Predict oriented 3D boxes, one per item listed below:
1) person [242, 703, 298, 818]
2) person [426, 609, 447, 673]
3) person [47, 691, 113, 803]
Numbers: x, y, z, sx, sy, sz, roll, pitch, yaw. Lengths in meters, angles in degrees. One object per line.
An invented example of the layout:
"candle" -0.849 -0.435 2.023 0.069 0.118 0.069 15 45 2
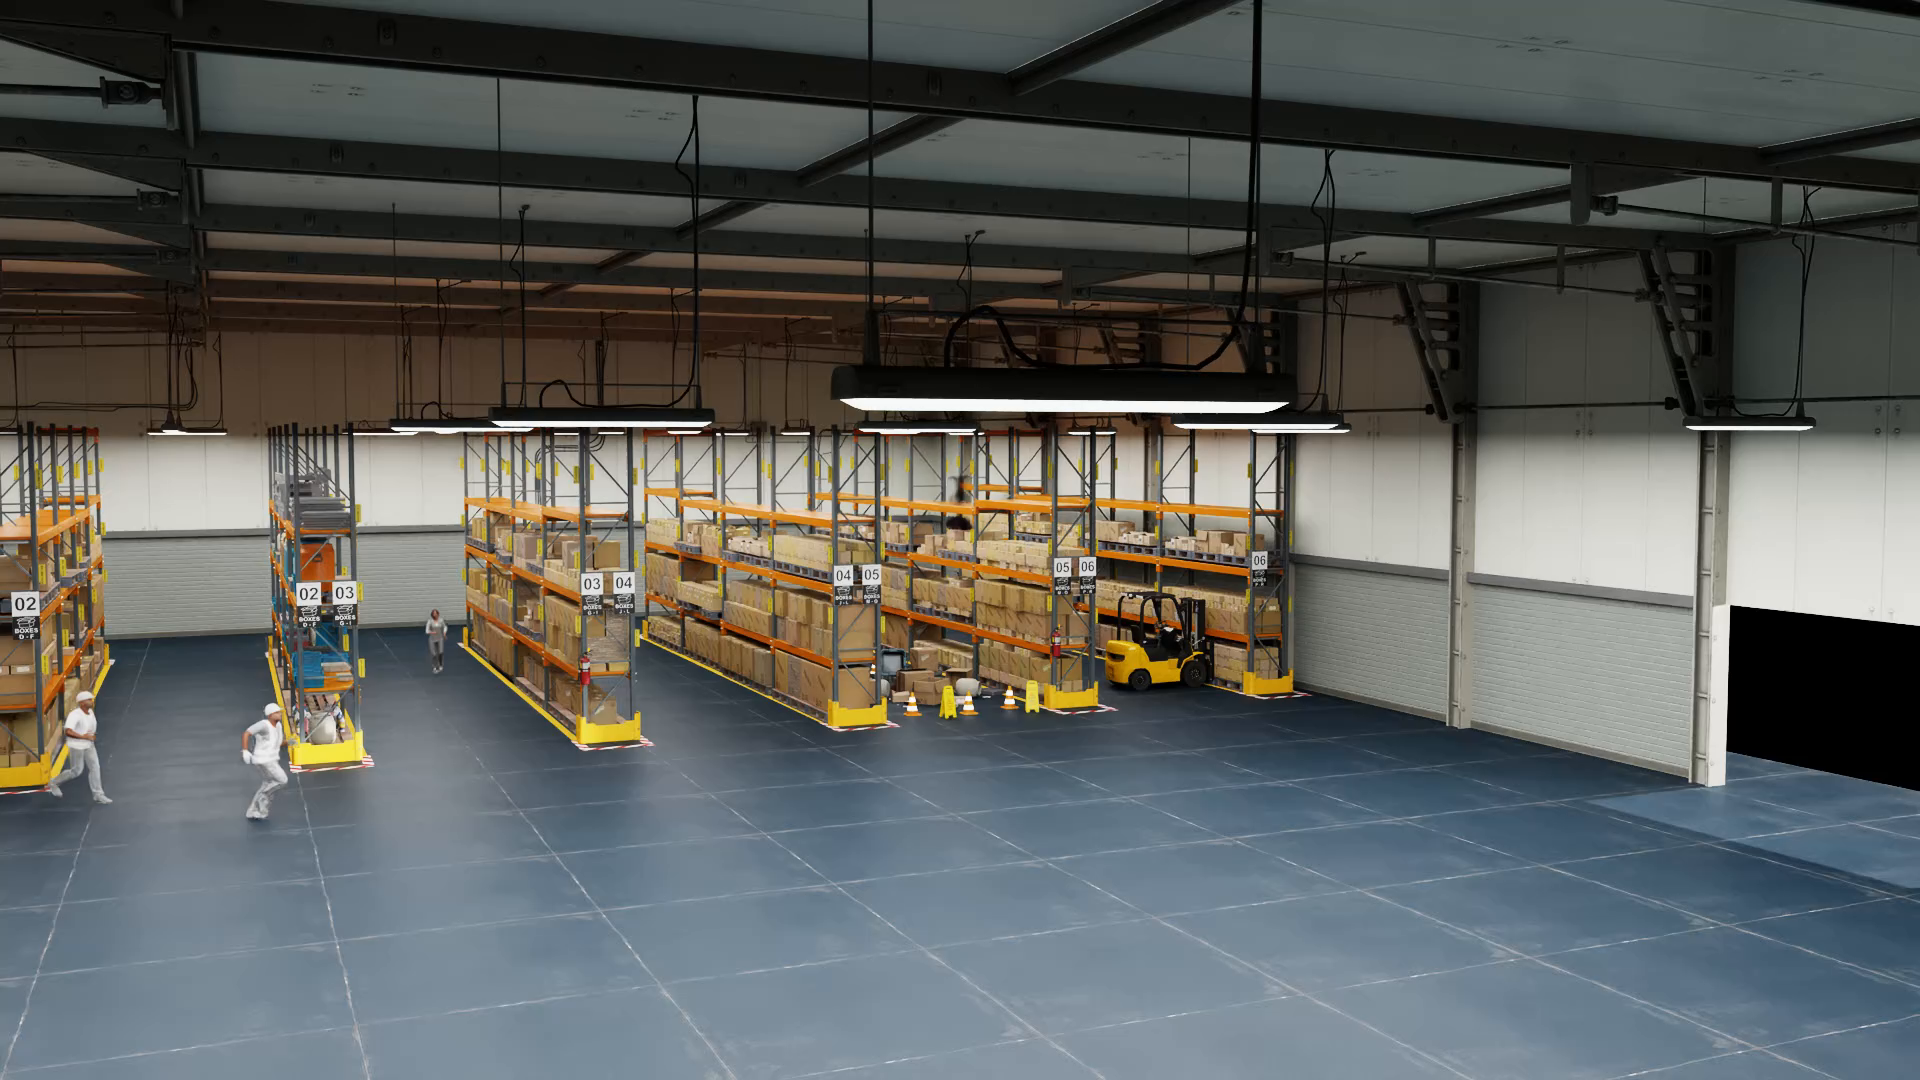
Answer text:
"person" -10.337 3.315 24.936 0.742 1.724 0.729 0 3 2
"person" -12.682 2.456 40.311 0.510 1.570 0.636 -1 4 -22
"person" -13.798 3.249 26.061 1.024 1.759 0.726 0 3 1
